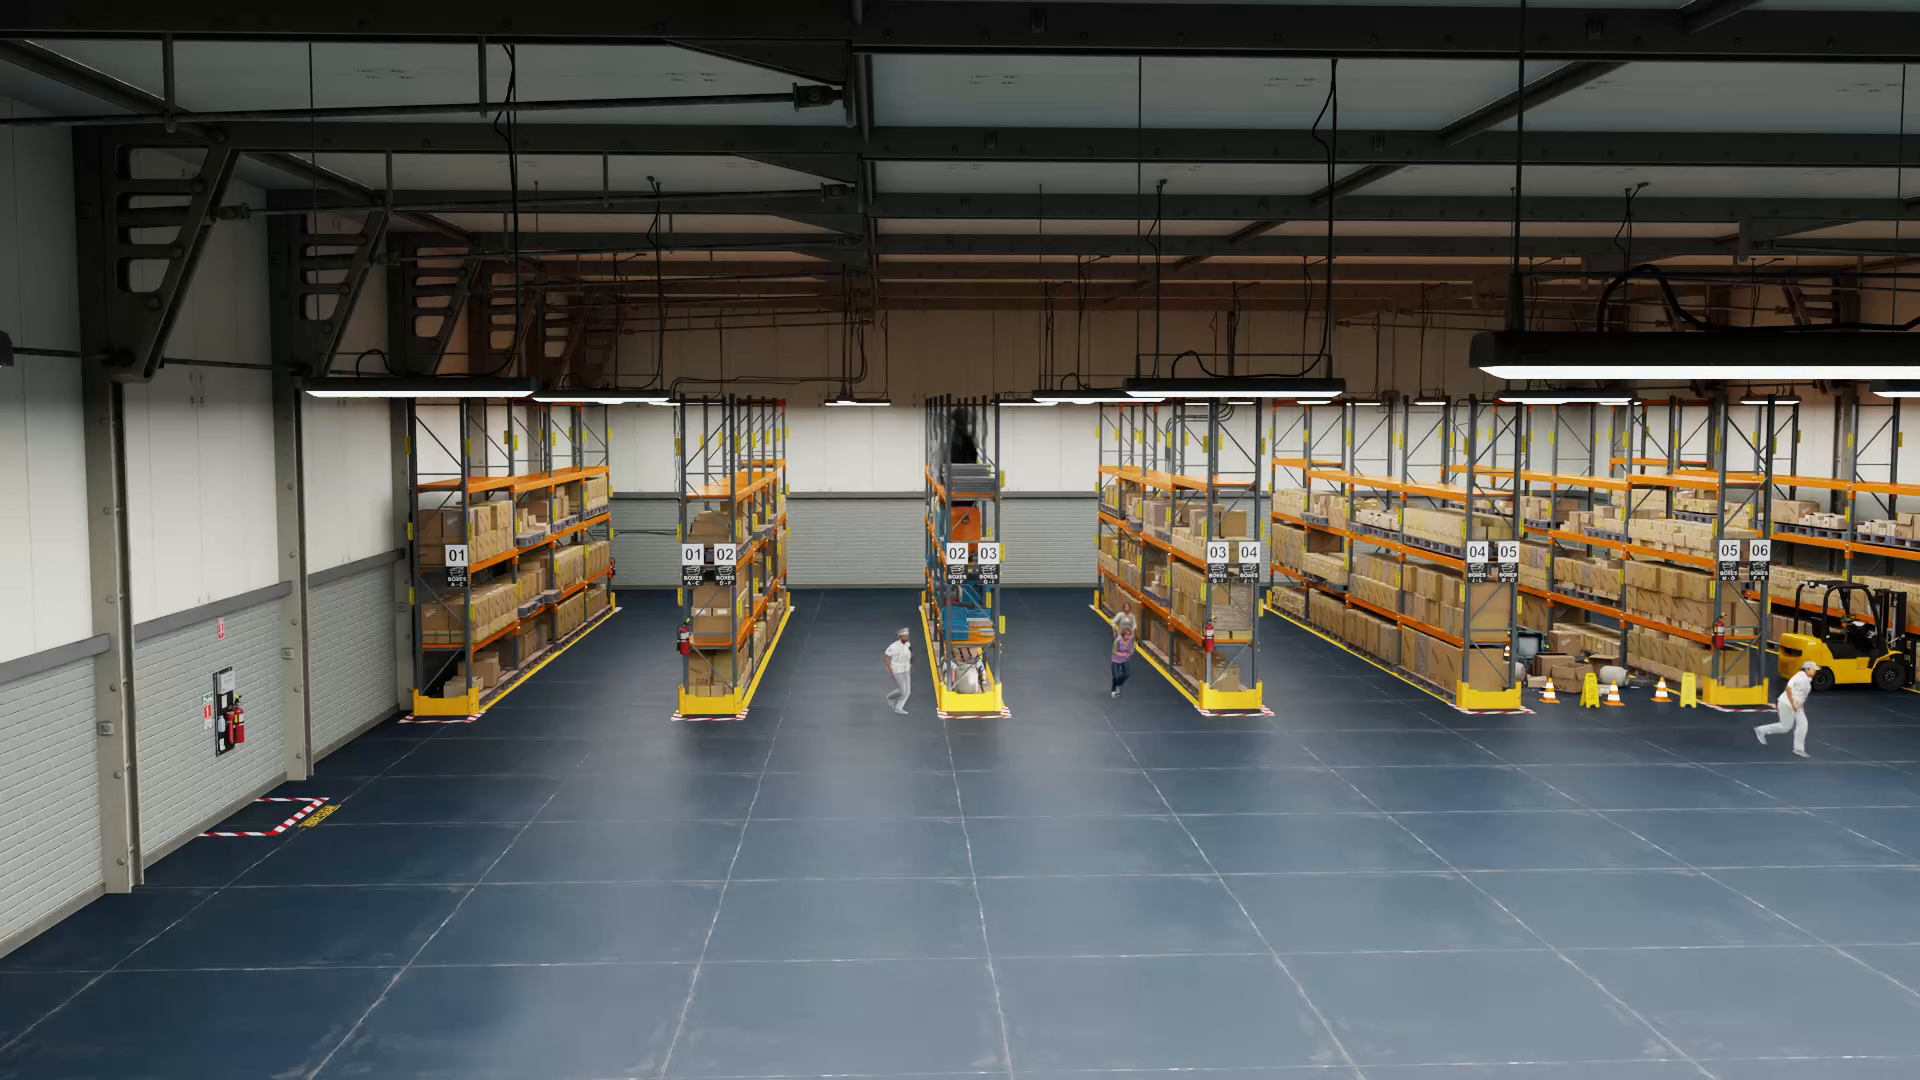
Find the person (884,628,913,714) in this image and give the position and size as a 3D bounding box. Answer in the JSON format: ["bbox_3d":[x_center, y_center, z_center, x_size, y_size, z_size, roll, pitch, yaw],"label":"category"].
[{"bbox_3d":[-1.117,2.453,31.201,0.596,1.637,0.586,-4,6,-43],"label":"person"}]

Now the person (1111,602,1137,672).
[{"bbox_3d":[3.556,2.102,35.793,0.504,1.557,0.690,-1,5,-14],"label":"person"}]

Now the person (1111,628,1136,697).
[{"bbox_3d":[3.223,2.415,32.761,0.570,1.441,0.828,-1,5,-18],"label":"person"}]

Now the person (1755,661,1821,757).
[{"bbox_3d":[13.736,2.776,27.594,0.965,1.625,0.615,3,6,36],"label":"person"}]
